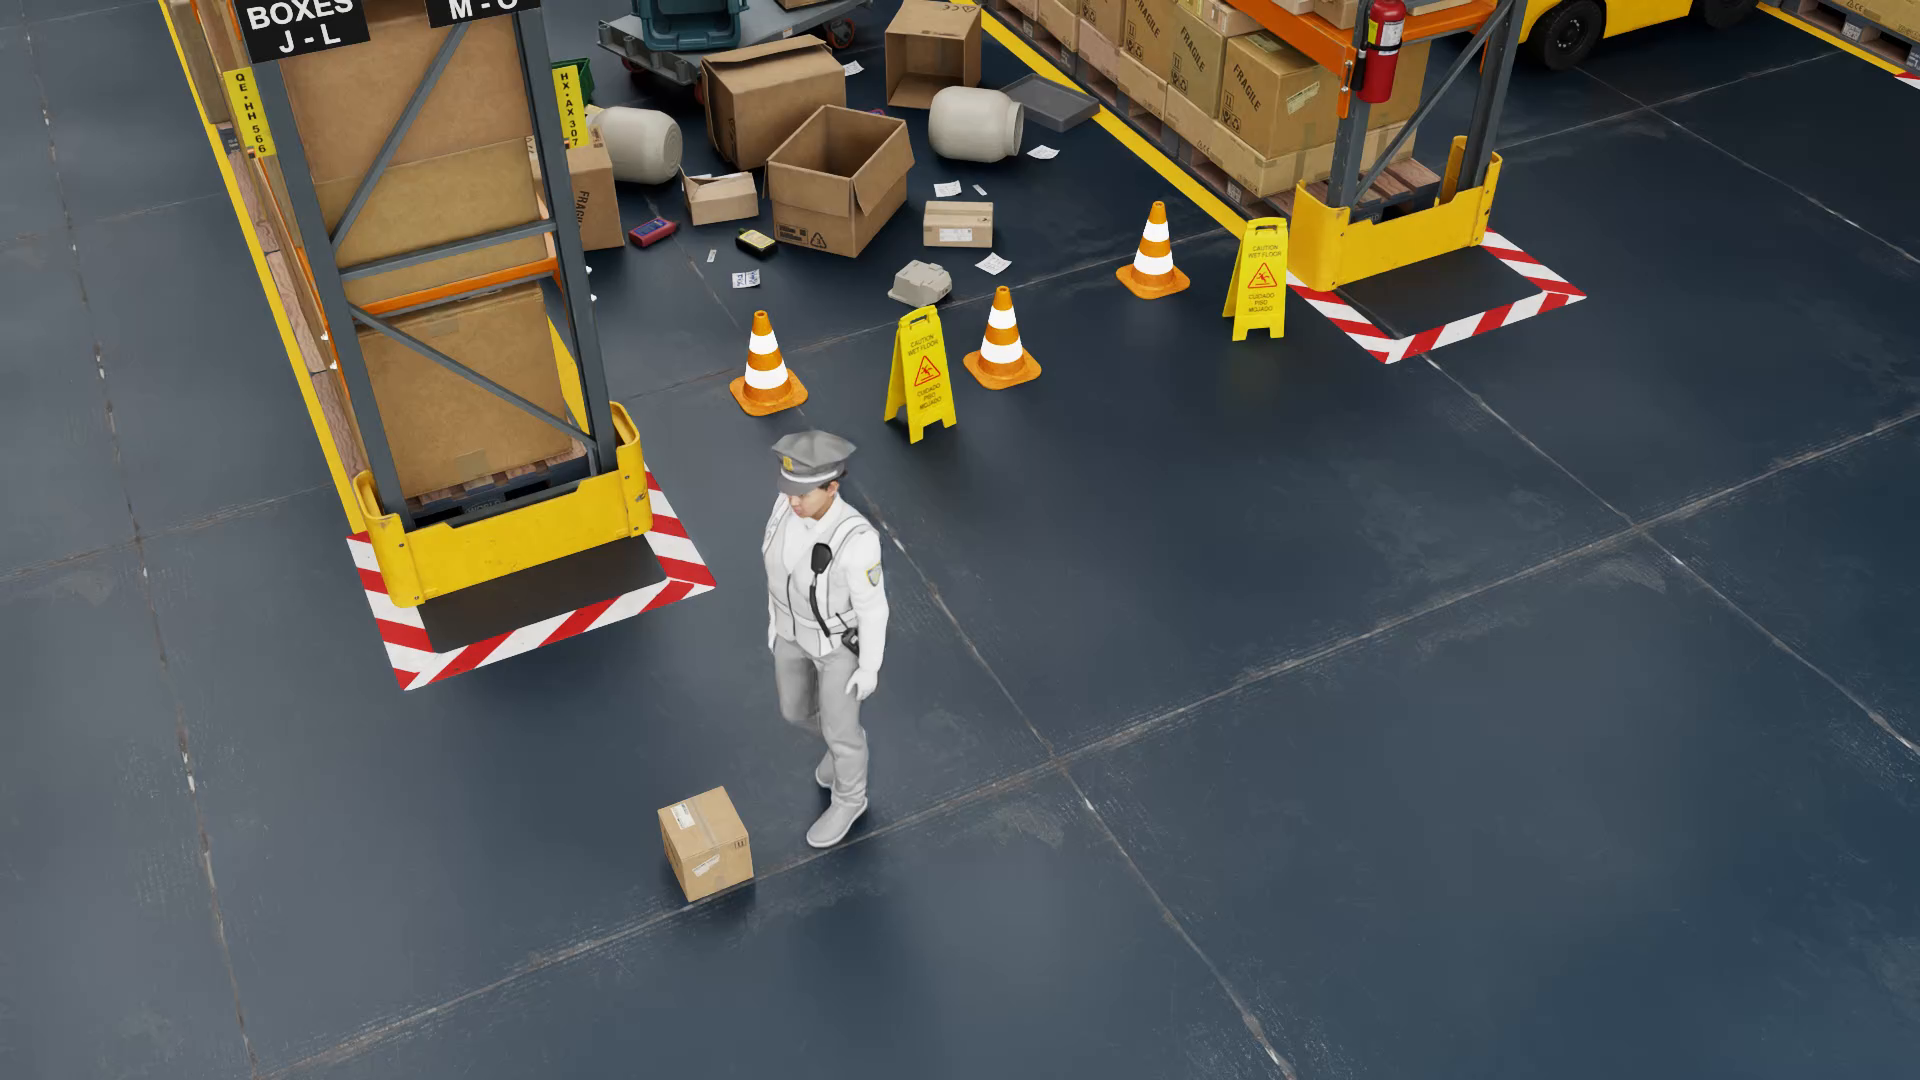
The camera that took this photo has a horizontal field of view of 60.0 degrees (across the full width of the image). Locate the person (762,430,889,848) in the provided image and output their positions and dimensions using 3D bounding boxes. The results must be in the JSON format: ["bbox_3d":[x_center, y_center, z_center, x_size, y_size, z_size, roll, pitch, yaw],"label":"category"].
[{"bbox_3d":[-0.466,0.340,5.751,0.507,1.682,0.480,29,49,29],"label":"person"}]
